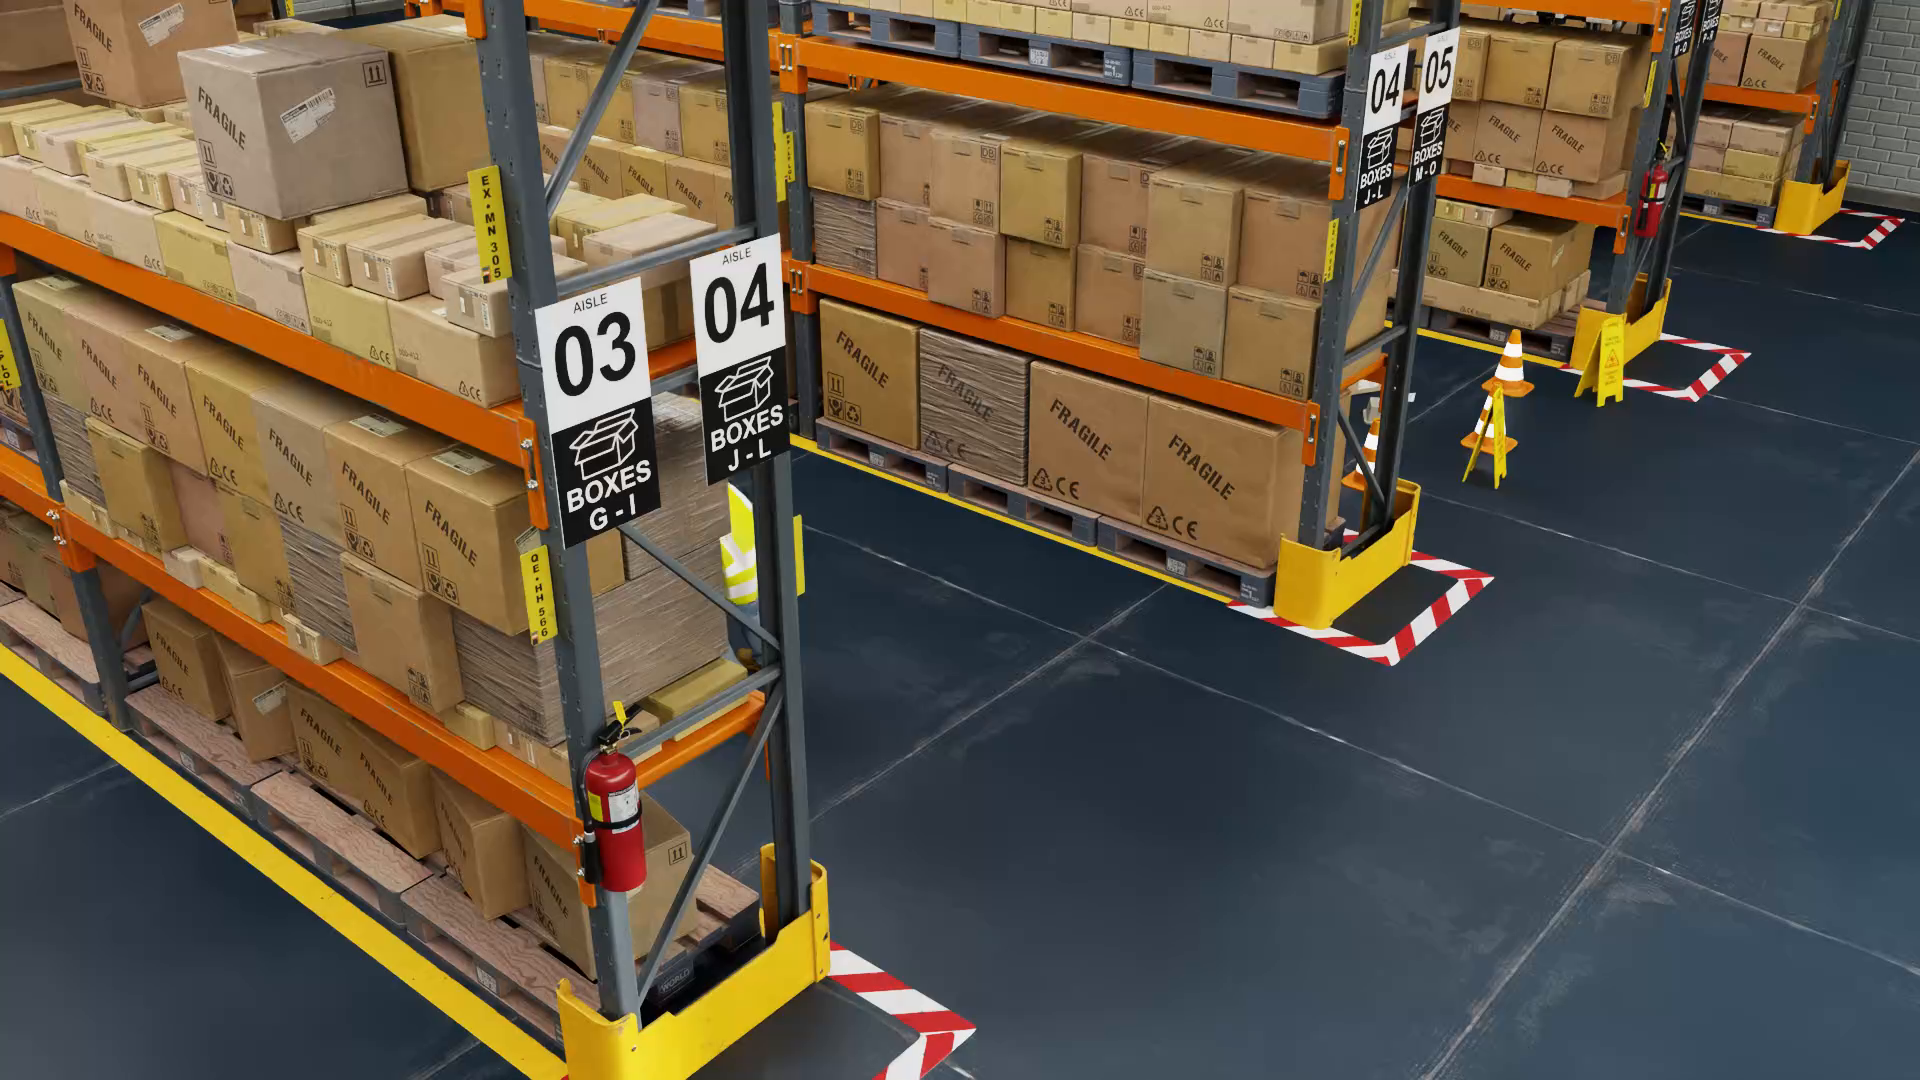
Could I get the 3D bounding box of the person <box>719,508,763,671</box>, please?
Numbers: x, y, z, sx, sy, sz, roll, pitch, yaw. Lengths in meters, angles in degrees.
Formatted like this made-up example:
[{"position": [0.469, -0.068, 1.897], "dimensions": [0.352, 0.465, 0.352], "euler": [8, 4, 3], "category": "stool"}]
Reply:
[{"position": [-1.304, 0.263, 8.865], "dimensions": [0.881, 1.055, 0.591], "euler": [21, 34, 34], "category": "person"}]
